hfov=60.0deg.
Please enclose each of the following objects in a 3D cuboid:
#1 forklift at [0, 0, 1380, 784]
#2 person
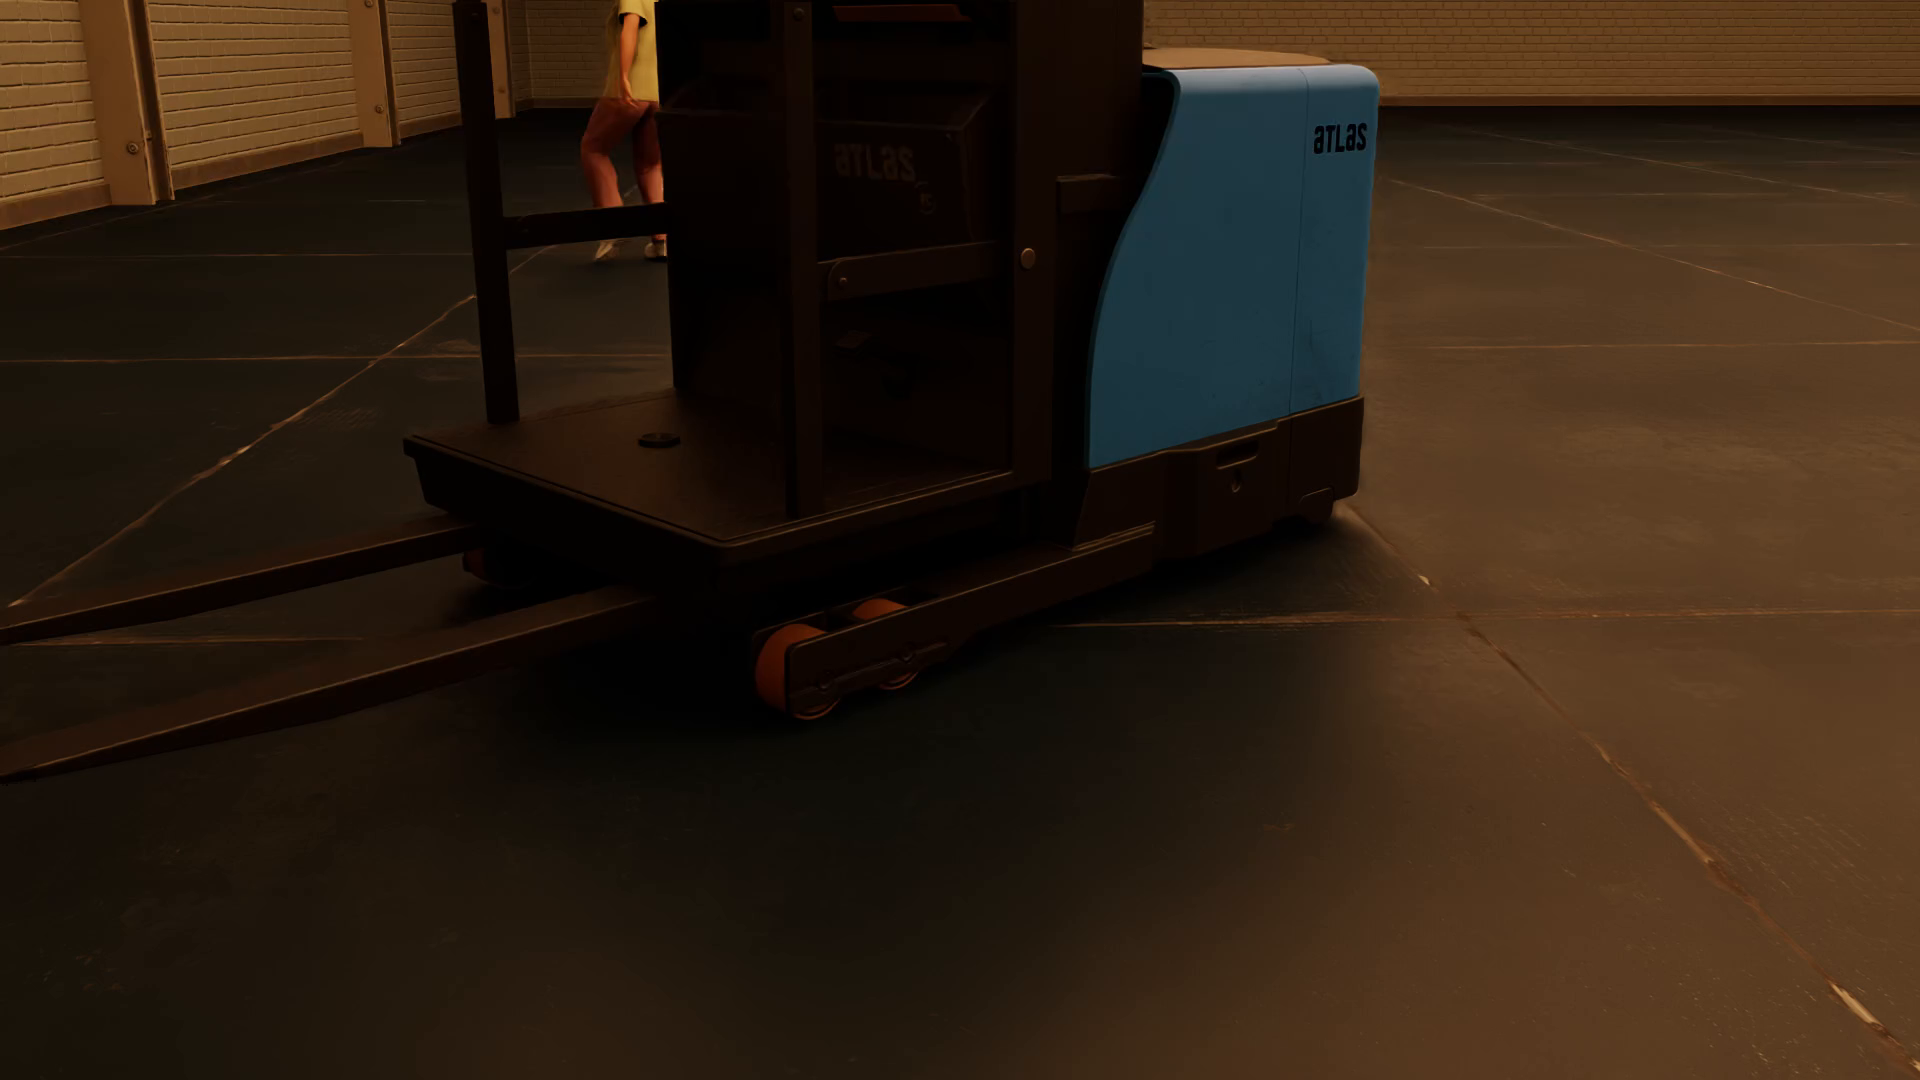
[{"bbox_3d":[-0.425,-1.258,3.019,3.031,2.935,1.130,-16,23,-42],"label":"forklift"},{"bbox_3d":[-1.651,-2.227,8.518,0.697,1.647,0.590,16,23,42],"label":"person"}]
